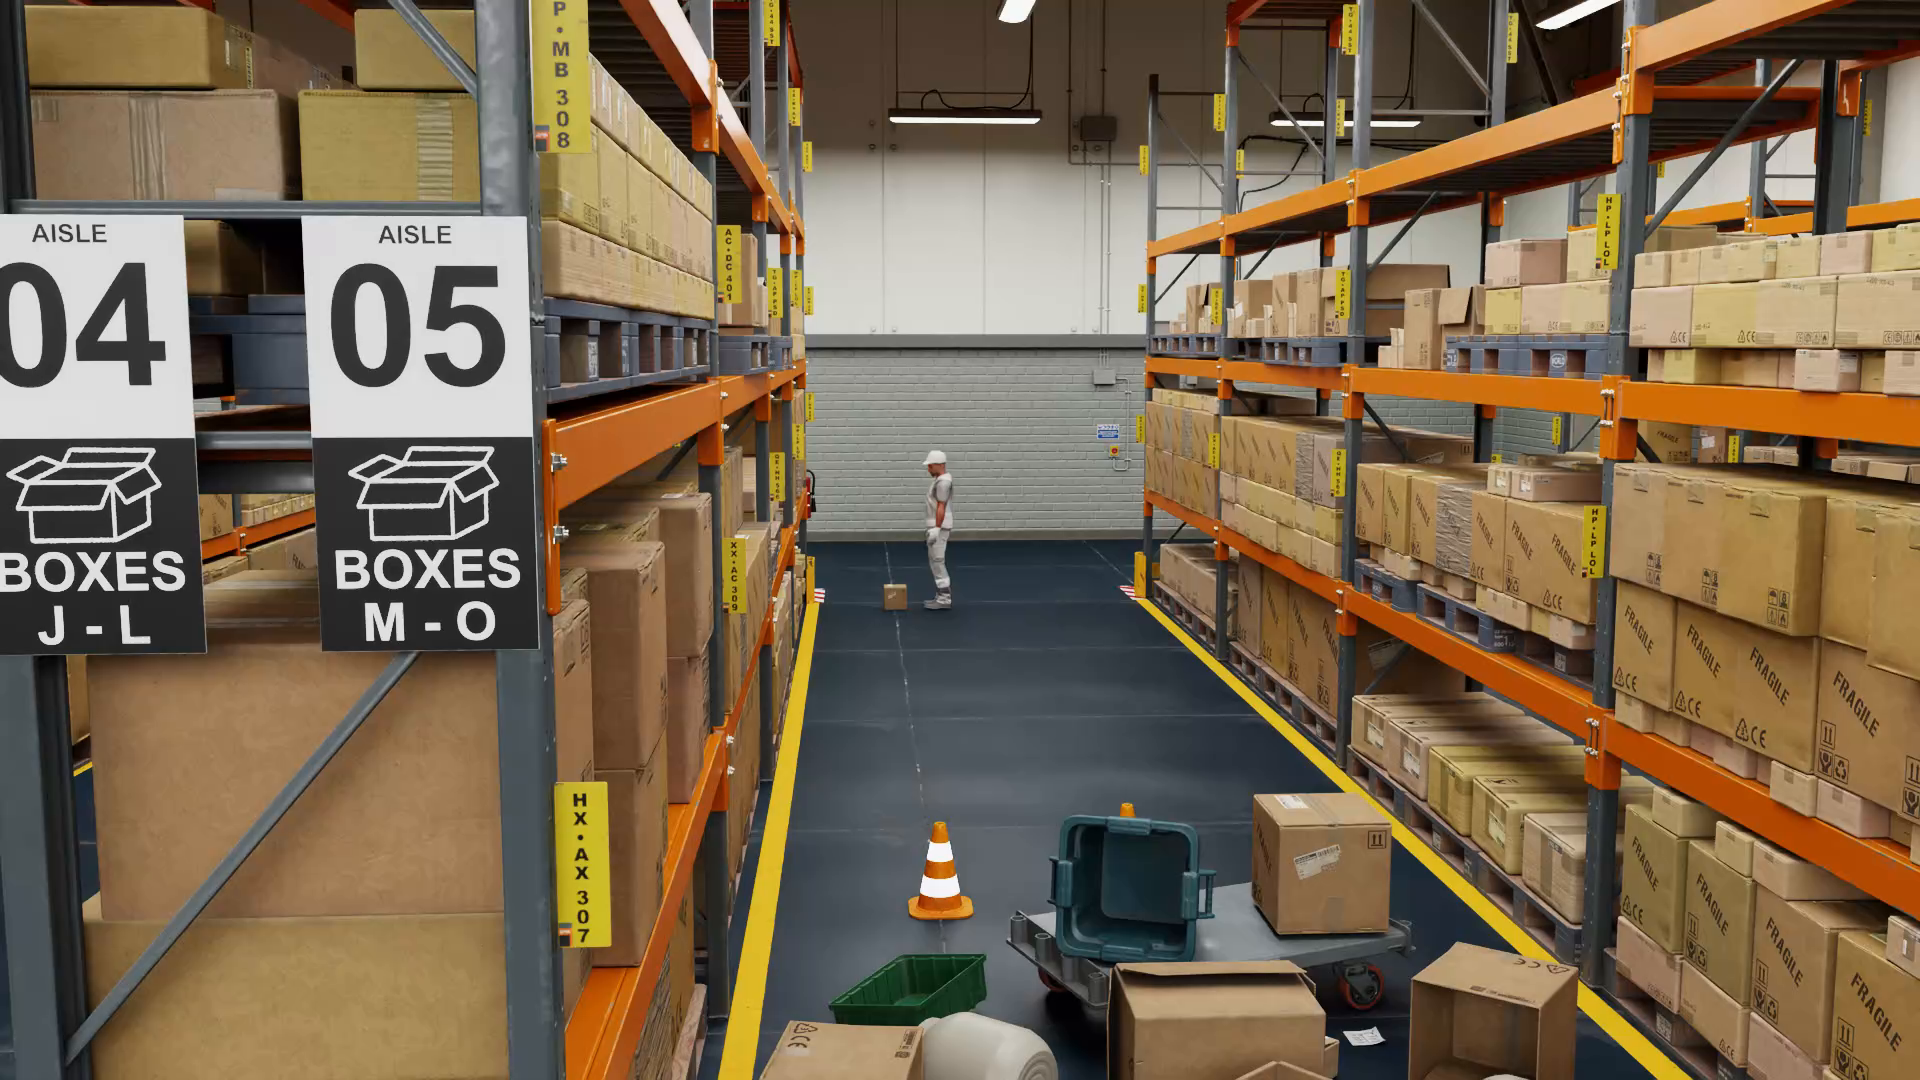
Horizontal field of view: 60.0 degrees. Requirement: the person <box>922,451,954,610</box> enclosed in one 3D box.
[{"bbox_3d":[-0.245,-0.116,18.658,0.358,1.776,0.528,0,7,-3],"label":"person"}]
